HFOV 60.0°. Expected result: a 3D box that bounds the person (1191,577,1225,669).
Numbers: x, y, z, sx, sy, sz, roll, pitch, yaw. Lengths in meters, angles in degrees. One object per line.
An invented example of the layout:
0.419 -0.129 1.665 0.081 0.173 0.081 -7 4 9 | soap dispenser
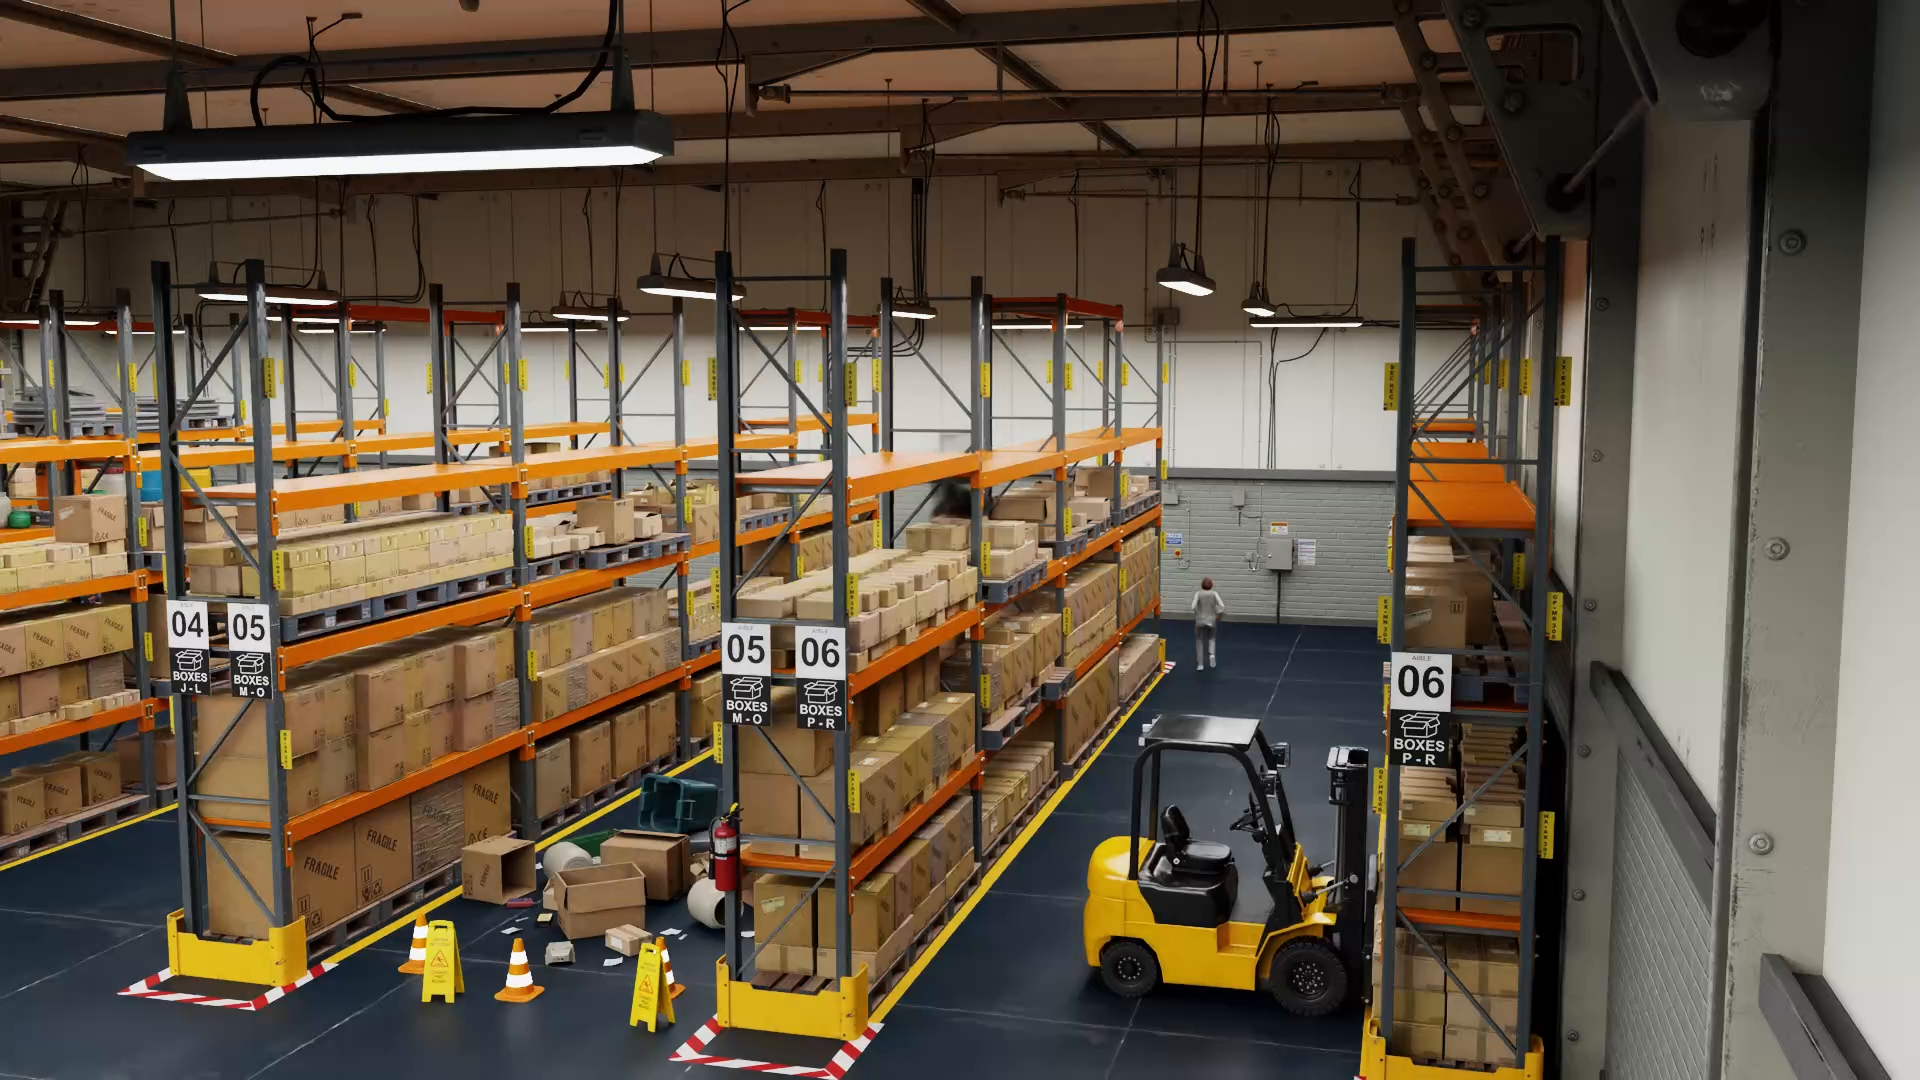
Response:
4.189 1.403 28.215 0.551 1.569 0.485 0 6 3 | person
